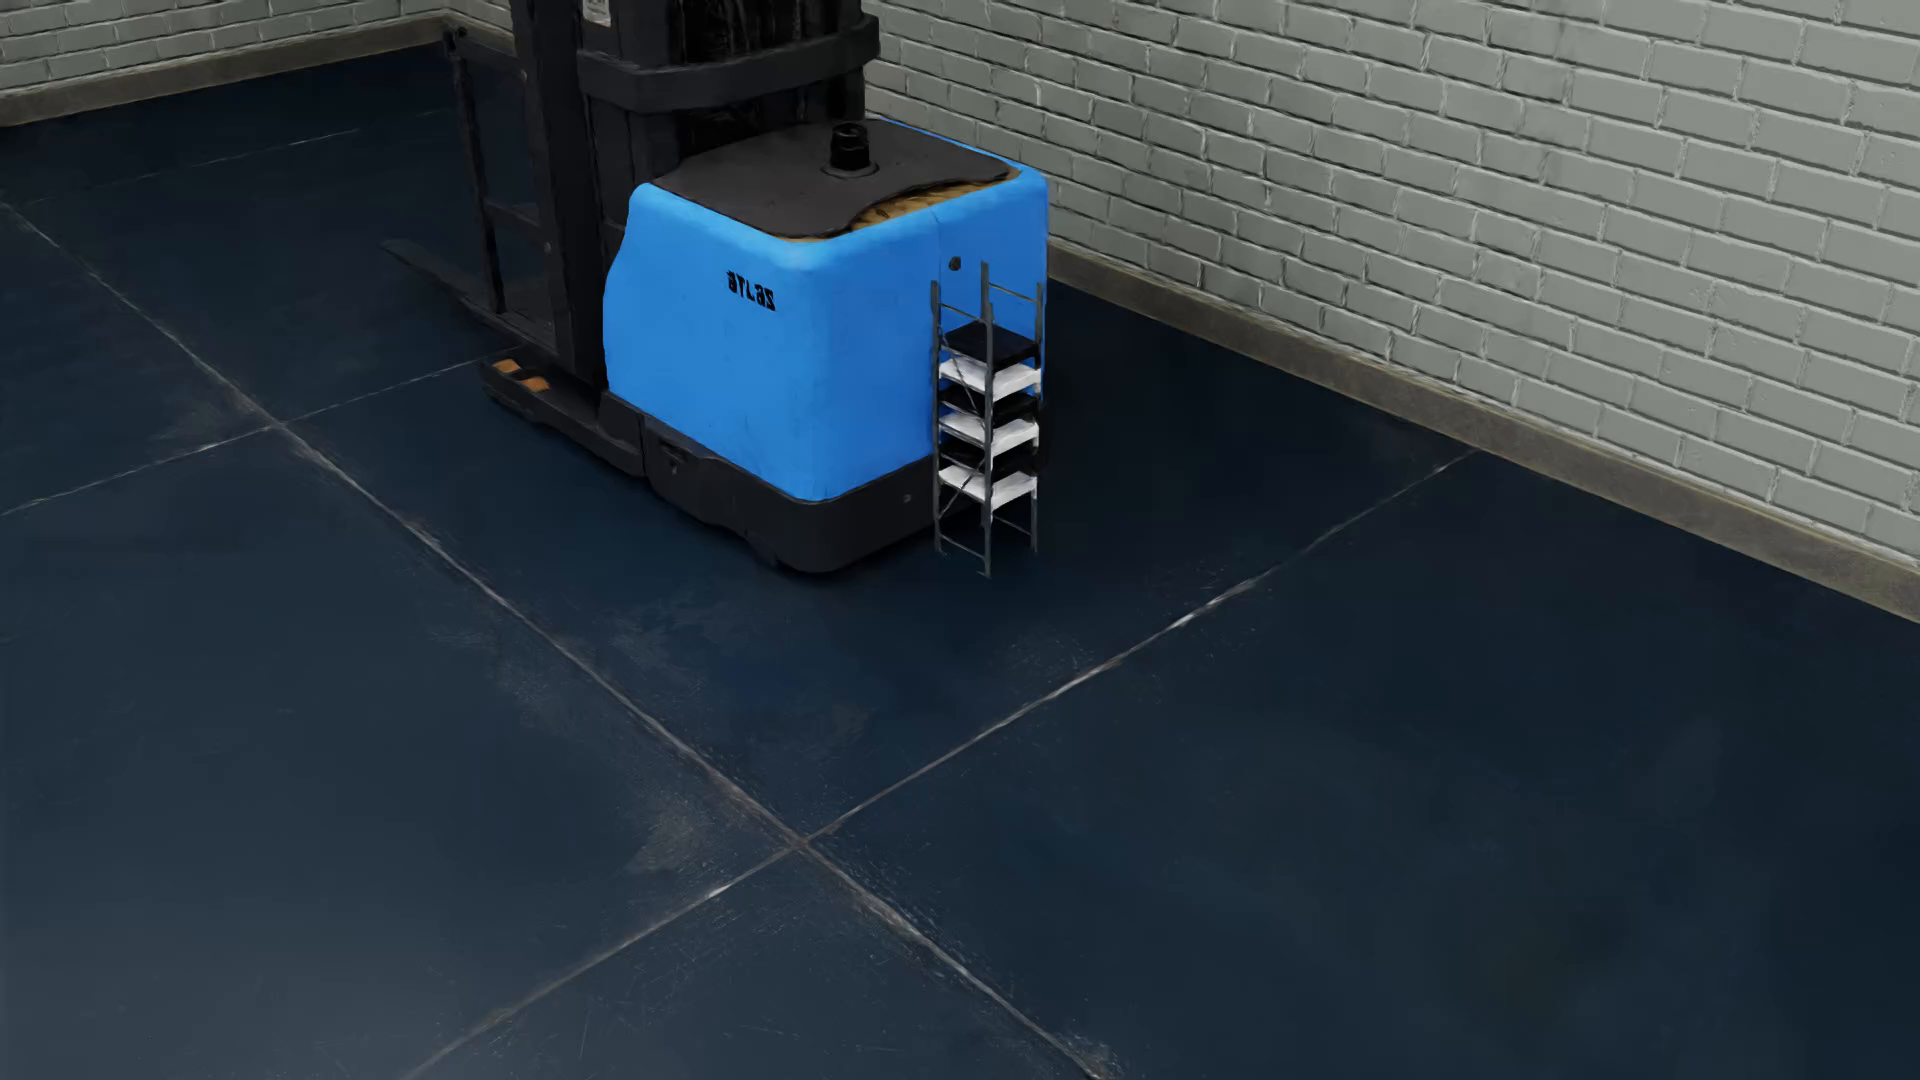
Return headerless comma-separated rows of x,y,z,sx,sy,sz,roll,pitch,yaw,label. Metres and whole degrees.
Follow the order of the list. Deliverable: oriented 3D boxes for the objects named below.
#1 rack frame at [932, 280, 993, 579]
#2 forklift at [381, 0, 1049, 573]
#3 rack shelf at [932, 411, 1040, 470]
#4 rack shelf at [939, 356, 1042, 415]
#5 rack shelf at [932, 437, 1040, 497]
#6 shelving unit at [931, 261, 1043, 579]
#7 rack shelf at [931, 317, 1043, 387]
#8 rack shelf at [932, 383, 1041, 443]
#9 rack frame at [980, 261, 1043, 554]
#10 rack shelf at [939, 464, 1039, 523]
0.005,-0.311,4.896,0.006,0.900,0.240,-27,41,-37,rack frame
-1.092,-1.829,5.431,1.130,2.935,3.031,-26,40,-36,forklift
0.078,-0.320,4.974,0.200,0.077,0.258,-27,41,-37,rack shelf
0.078,-0.473,4.880,0.200,0.077,0.258,-27,41,-37,rack shelf
0.078,-0.243,5.021,0.200,0.077,0.258,-27,41,-37,rack shelf
0.078,-0.348,4.957,0.210,0.900,0.258,-27,41,-37,shelving unit
0.078,-0.550,4.833,0.200,0.077,0.258,-27,41,-37,rack shelf
0.078,-0.396,4.927,0.200,0.077,0.258,-27,41,-37,rack shelf
0.150,-0.385,5.018,0.006,0.900,0.240,-27,41,-37,rack frame
0.078,-0.166,5.068,0.200,0.077,0.258,-27,41,-37,rack shelf
